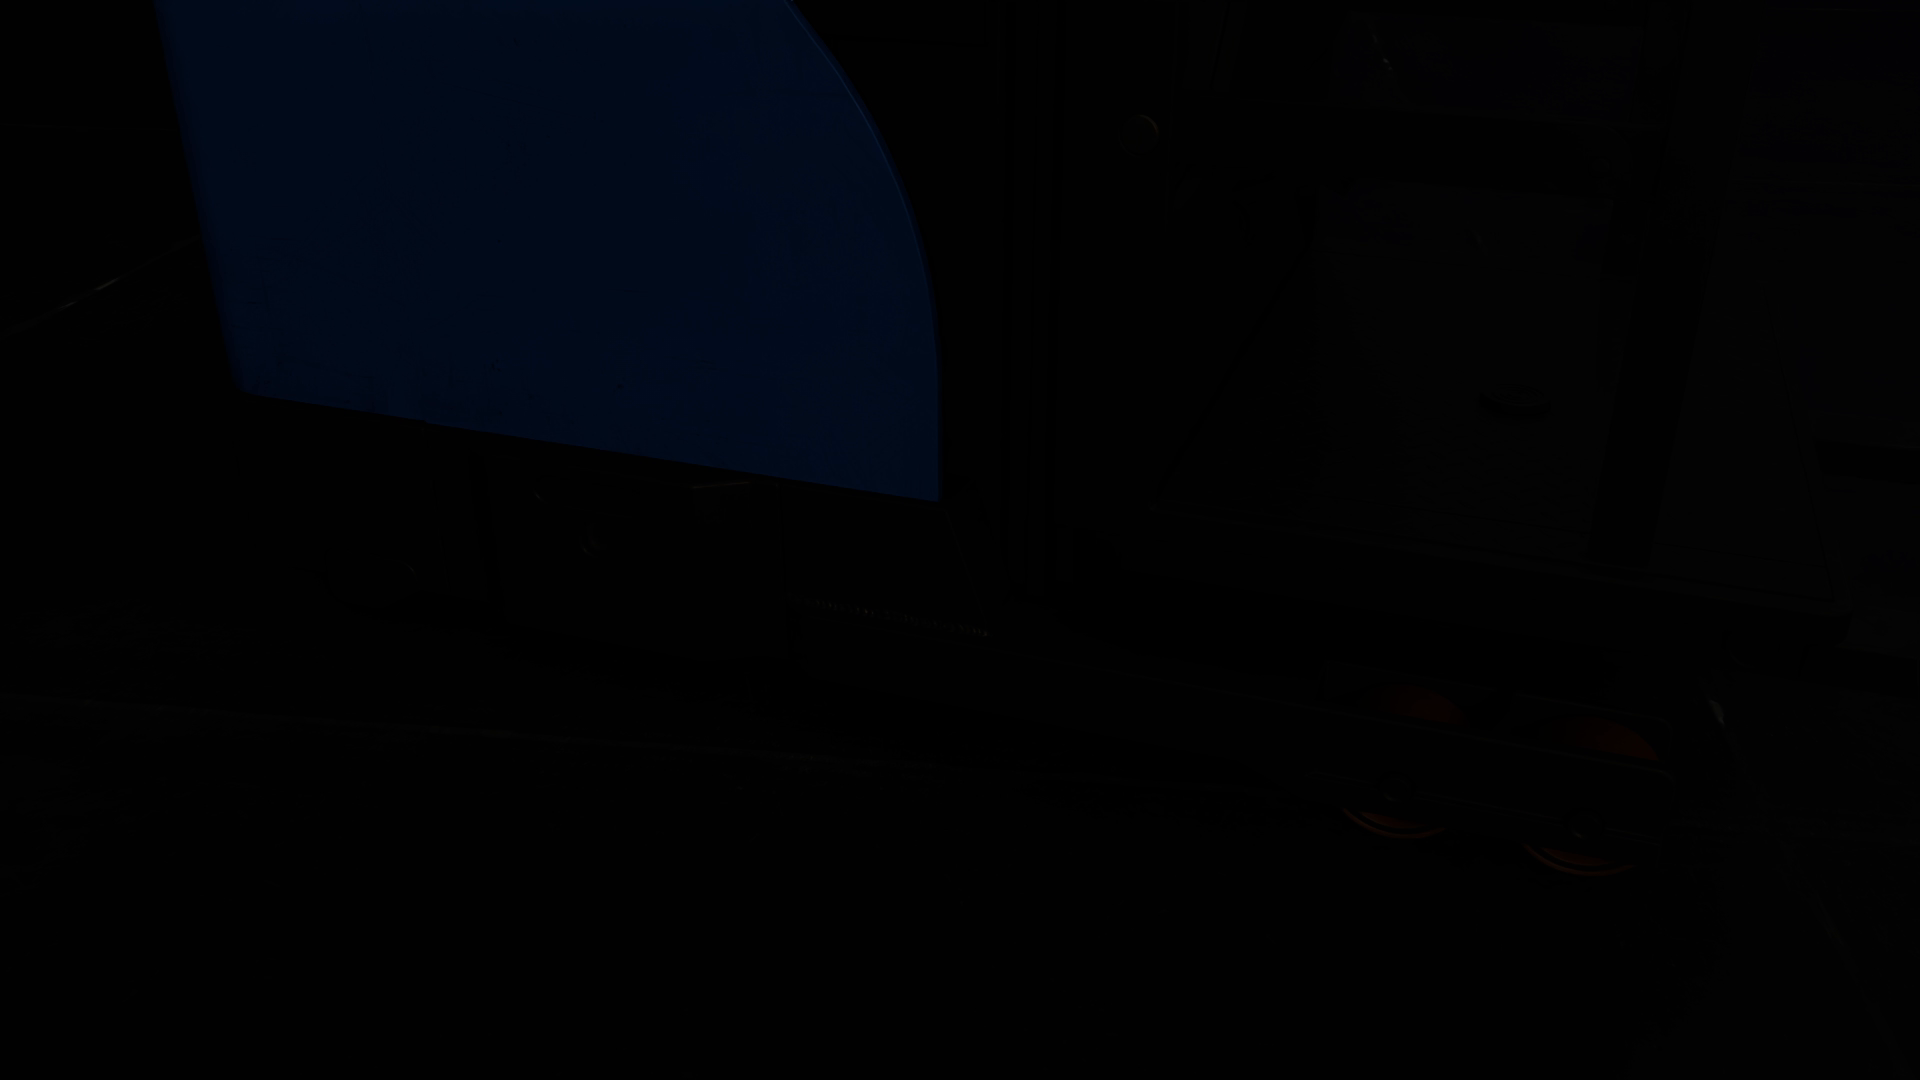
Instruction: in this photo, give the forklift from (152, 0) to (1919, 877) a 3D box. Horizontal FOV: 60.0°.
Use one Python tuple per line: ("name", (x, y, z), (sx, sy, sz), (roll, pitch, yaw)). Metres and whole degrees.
("forklift", (0.575, -1.220, 1.663), (3.031, 2.935, 1.130), (9, 28, 18))
